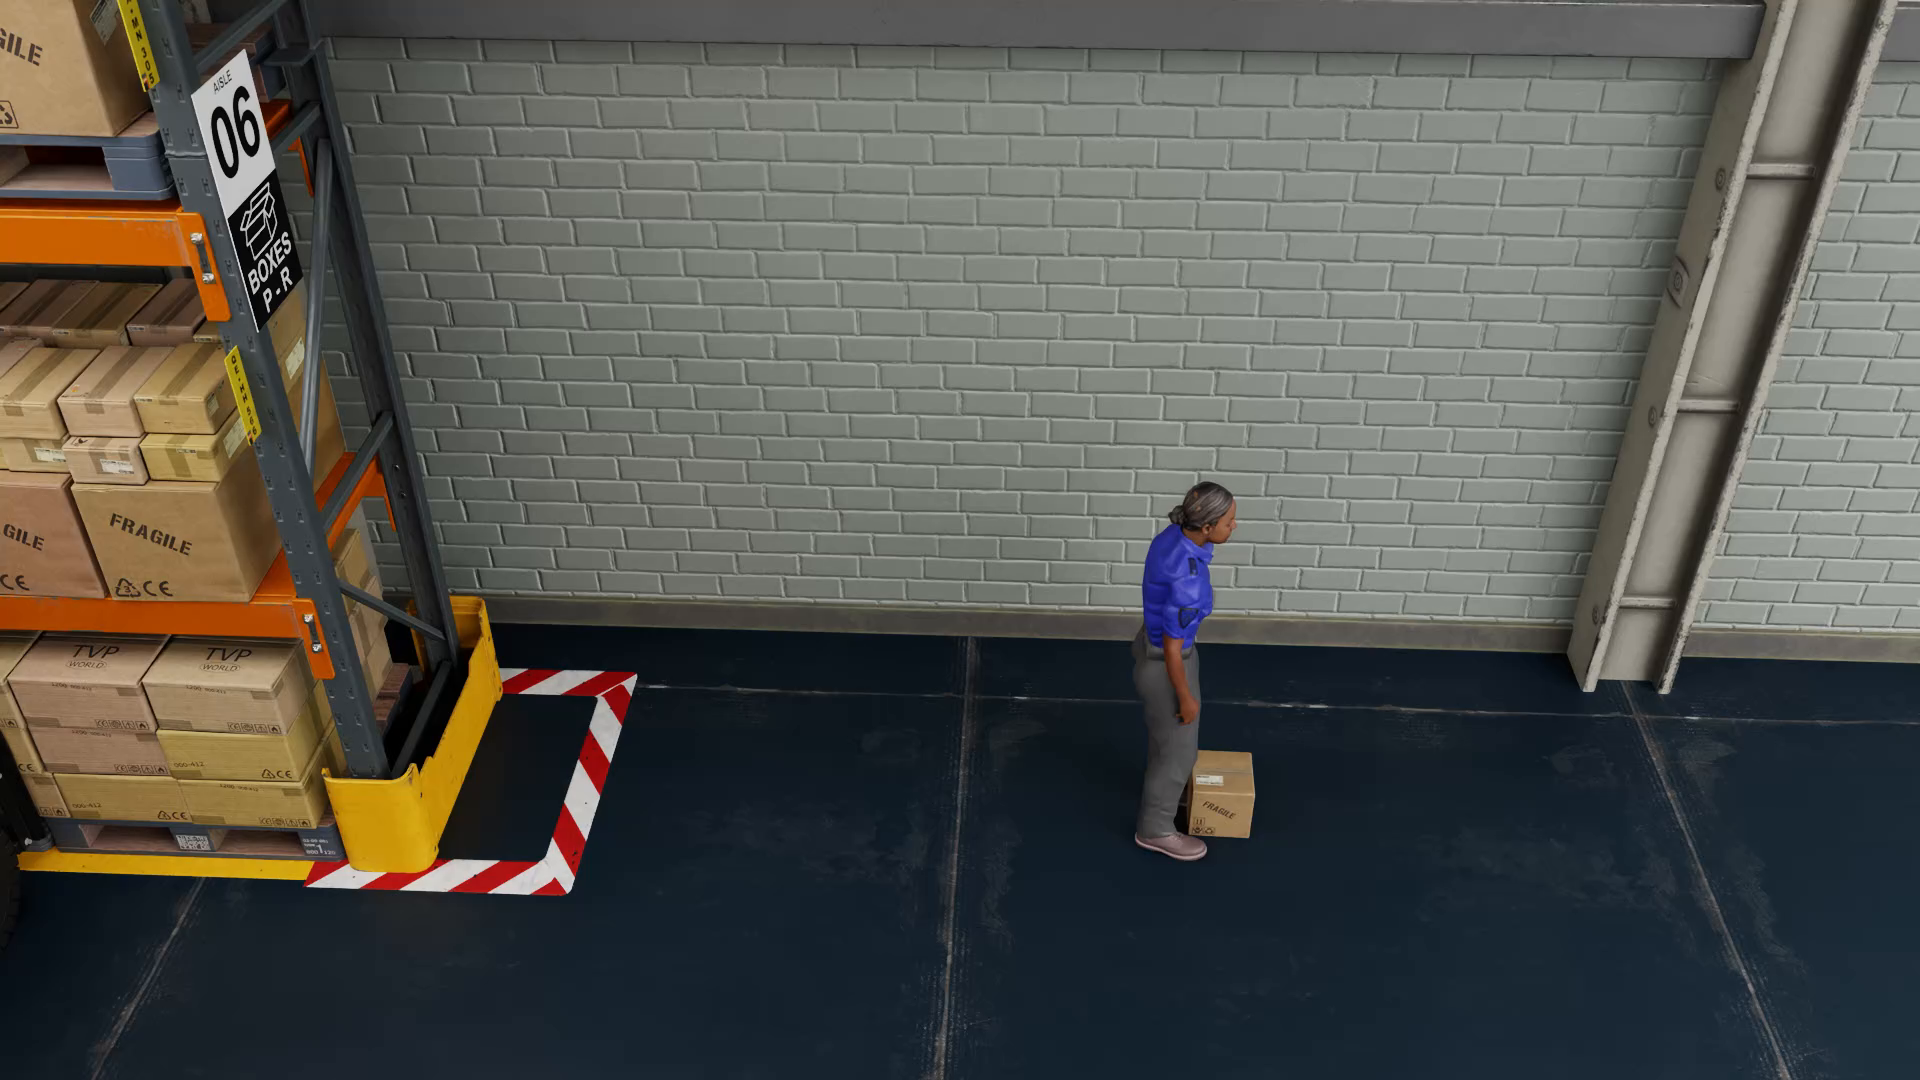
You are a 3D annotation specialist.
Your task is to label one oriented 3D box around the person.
[{"bbox_3d":[0.862,0.484,6.450,0.391,1.655,0.505,2,36,2],"label":"person"}]
